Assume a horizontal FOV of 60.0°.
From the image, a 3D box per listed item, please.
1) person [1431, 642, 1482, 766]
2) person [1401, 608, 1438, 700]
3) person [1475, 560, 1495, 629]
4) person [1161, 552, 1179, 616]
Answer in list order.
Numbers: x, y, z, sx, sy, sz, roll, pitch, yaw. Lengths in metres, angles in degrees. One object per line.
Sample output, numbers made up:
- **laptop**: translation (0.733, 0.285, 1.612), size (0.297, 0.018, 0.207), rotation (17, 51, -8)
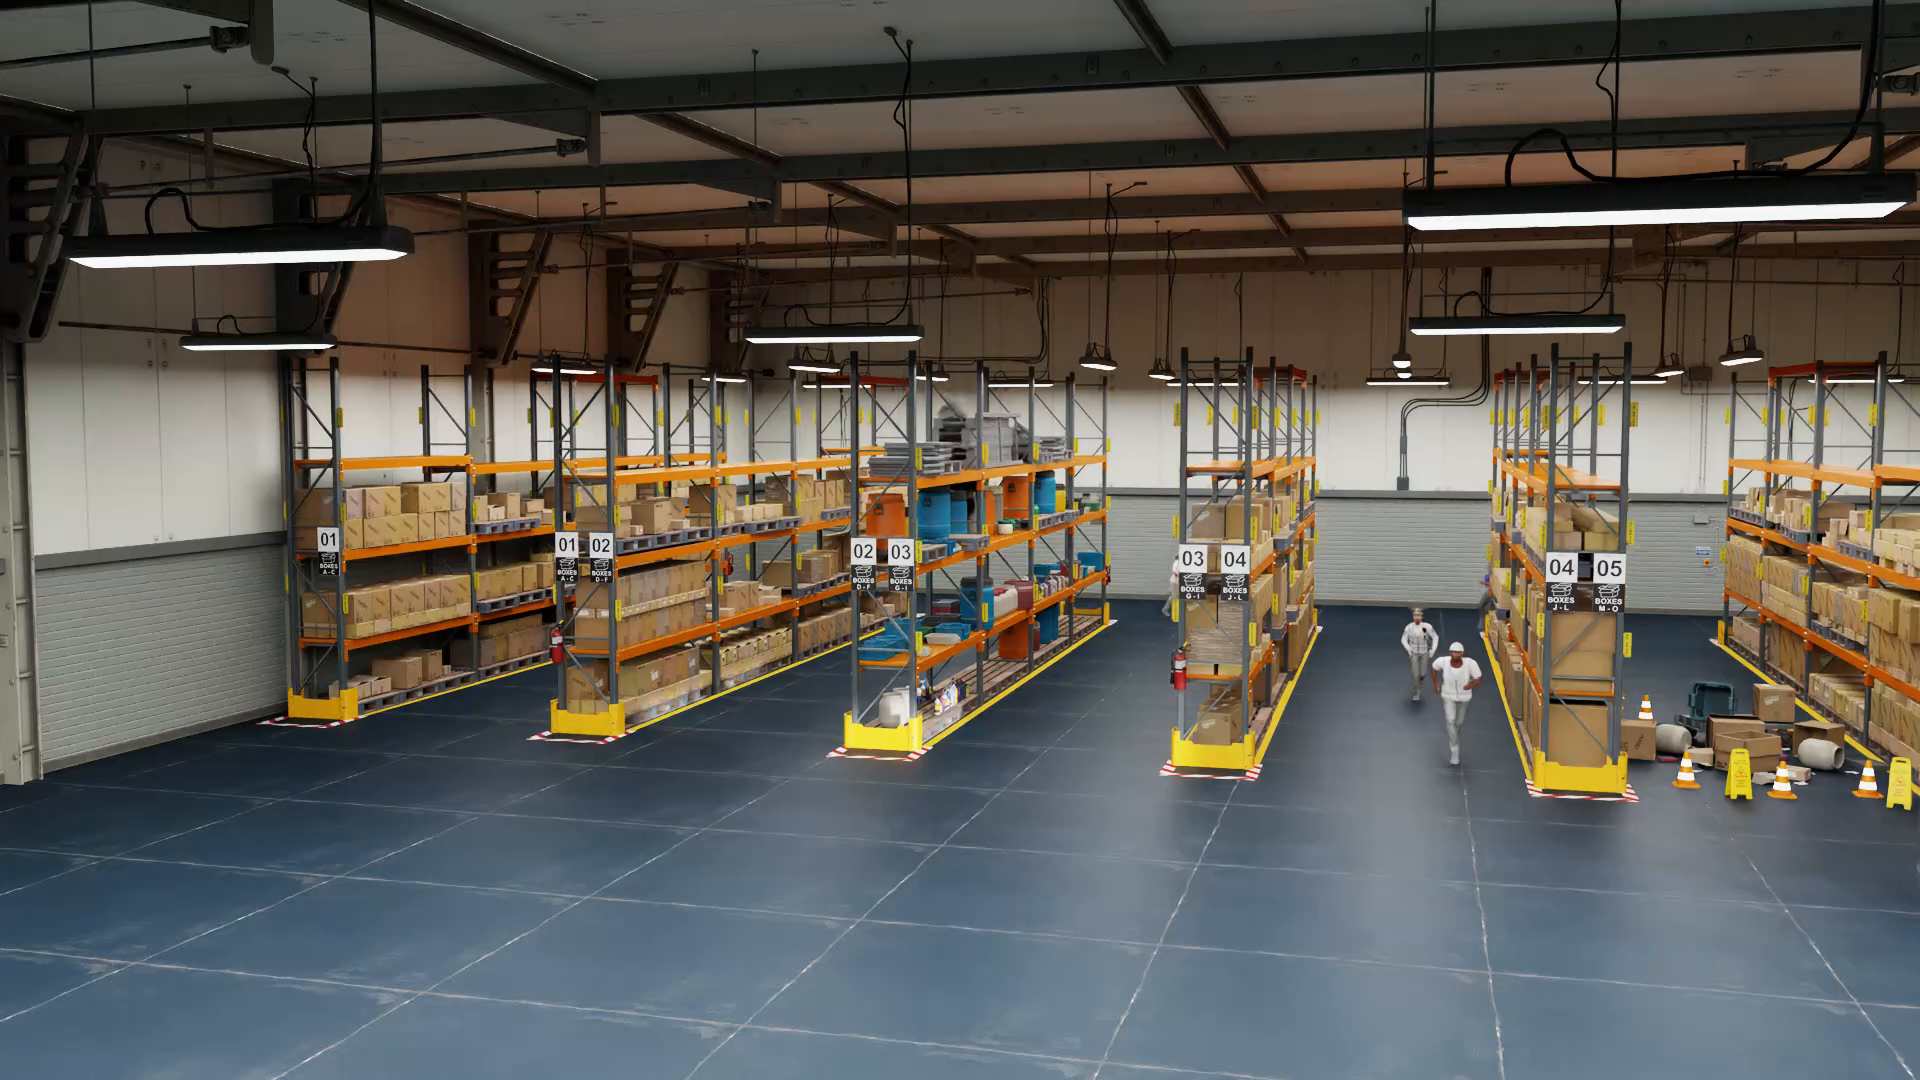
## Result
- **person**: translation (7.286, 2.349, 24.423), size (0.699, 1.769, 1.082), rotation (1, 4, 10)
- **person**: translation (8.146, 2.017, 29.497), size (0.632, 1.663, 0.611), rotation (1, 4, 19)
- **person**: translation (12.647, 1.313, 39.381), size (0.761, 1.713, 0.571), rotation (0, 4, -4)
- **person**: translation (5.434, 1.132, 41.532), size (0.781, 1.728, 0.622), rotation (2, 5, 29)
